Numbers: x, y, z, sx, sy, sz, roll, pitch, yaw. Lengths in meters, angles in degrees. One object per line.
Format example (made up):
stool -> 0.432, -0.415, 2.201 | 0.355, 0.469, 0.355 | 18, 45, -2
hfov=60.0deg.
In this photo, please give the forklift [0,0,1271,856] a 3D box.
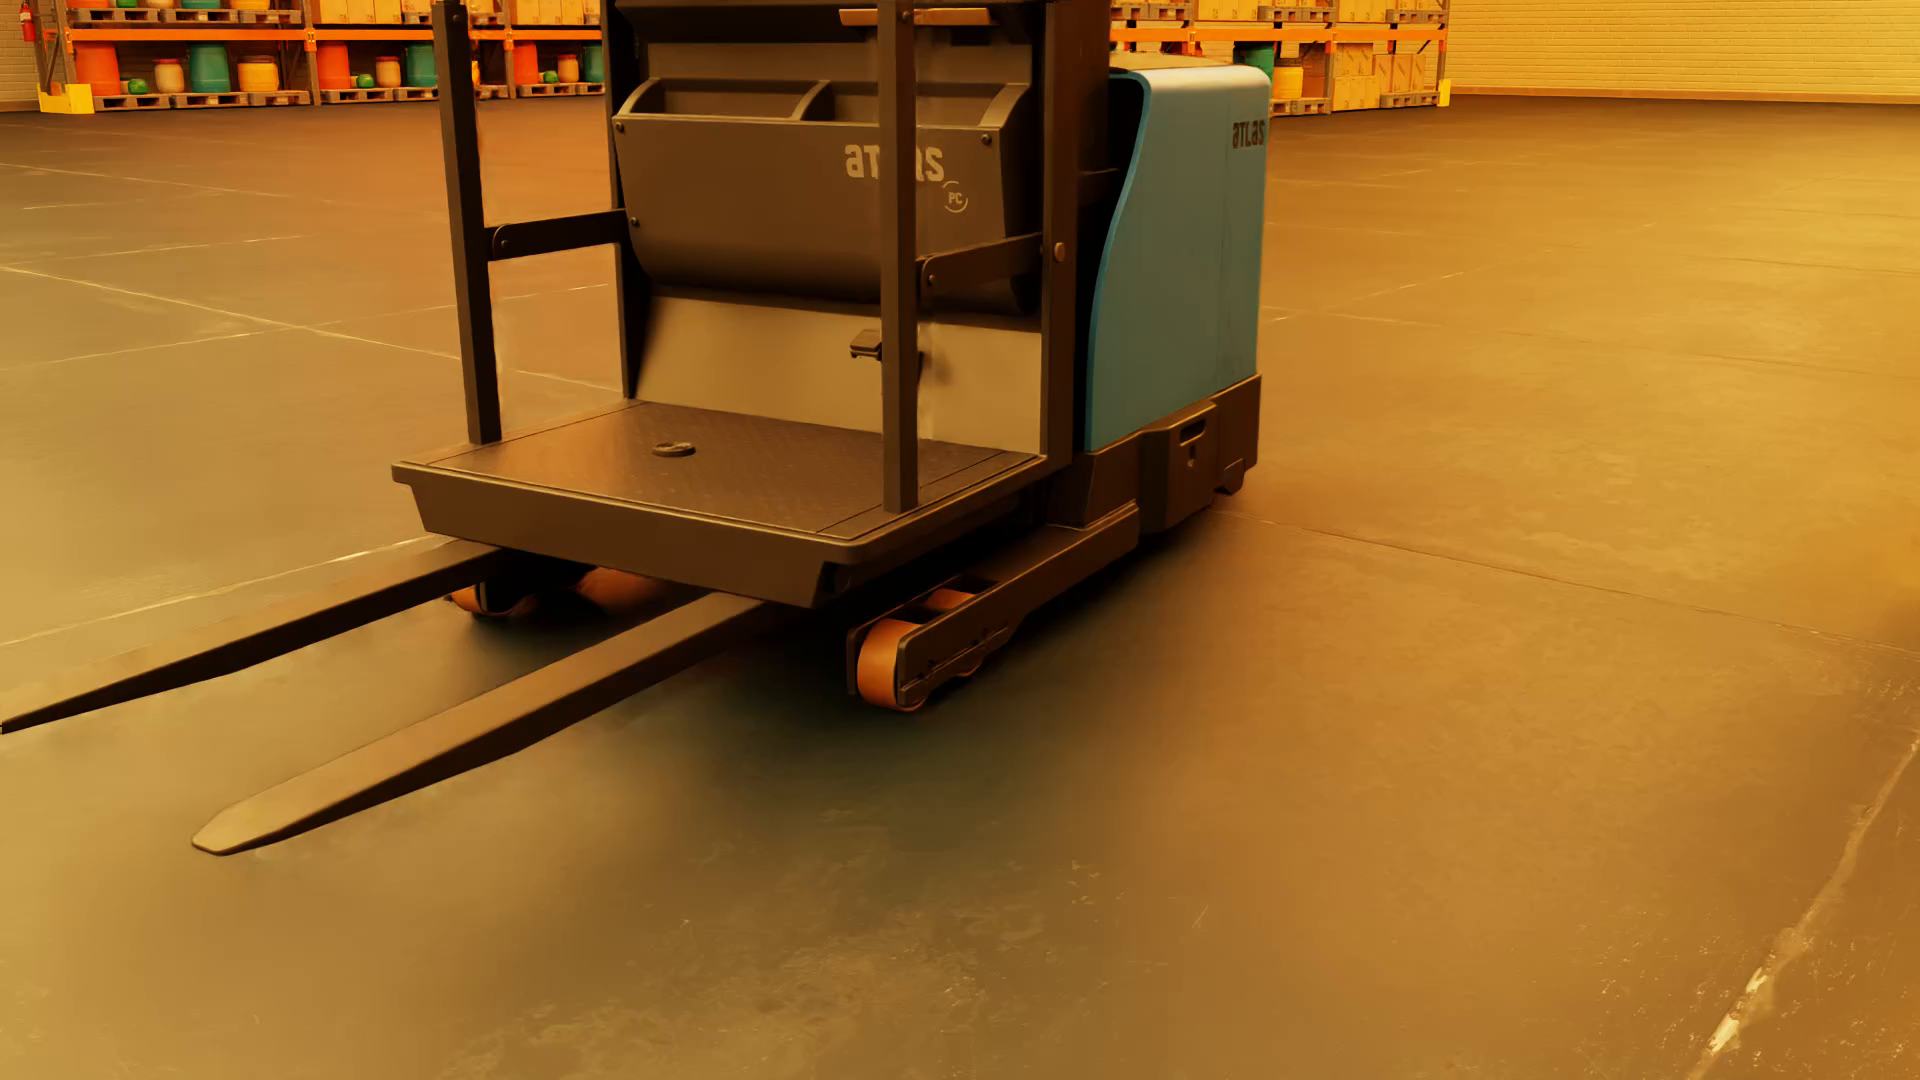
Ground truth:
forklift -> -0.396, -1.249, 3.010 | 1.130, 2.935, 3.031 | 10, 19, 29
